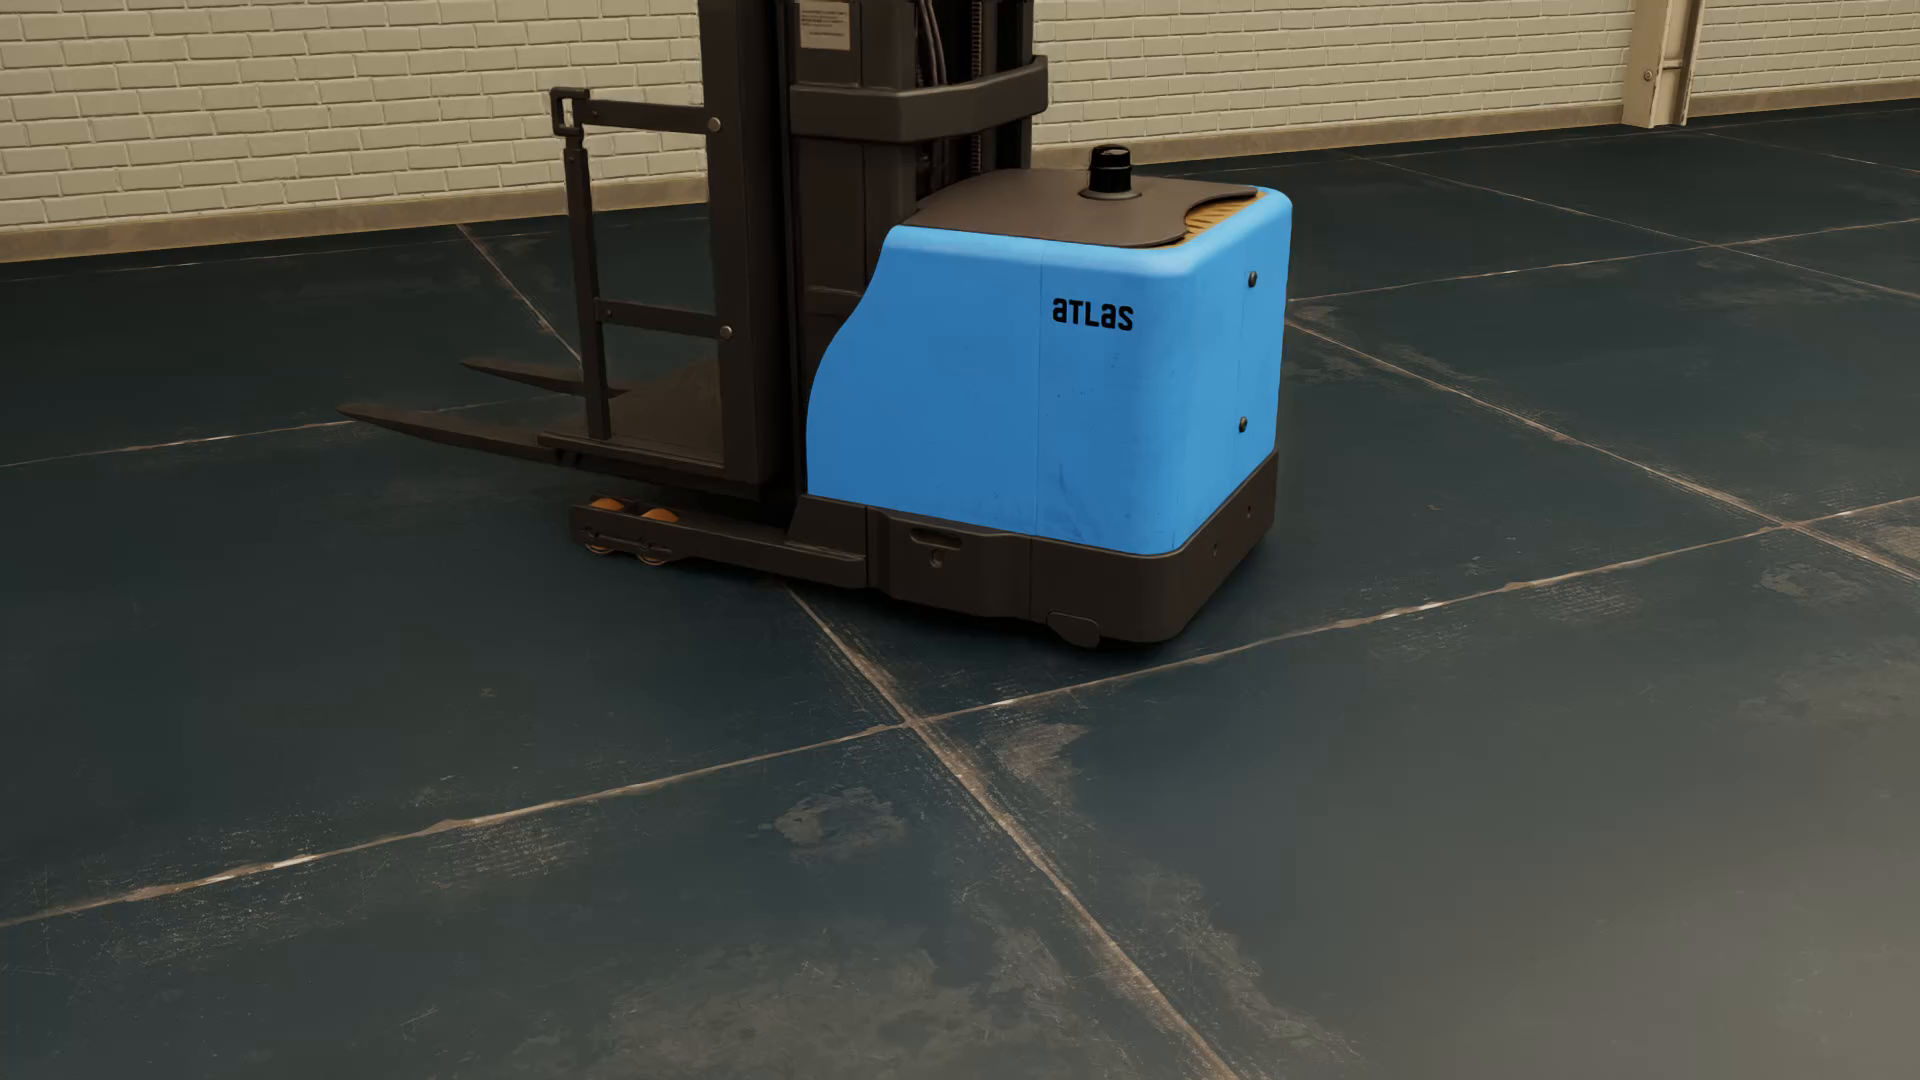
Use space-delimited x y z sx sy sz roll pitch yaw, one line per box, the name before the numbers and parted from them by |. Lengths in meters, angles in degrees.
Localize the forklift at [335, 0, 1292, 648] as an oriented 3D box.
forklift | -0.601 -1.446 4.767 3.031 2.935 1.130 11 25 24
